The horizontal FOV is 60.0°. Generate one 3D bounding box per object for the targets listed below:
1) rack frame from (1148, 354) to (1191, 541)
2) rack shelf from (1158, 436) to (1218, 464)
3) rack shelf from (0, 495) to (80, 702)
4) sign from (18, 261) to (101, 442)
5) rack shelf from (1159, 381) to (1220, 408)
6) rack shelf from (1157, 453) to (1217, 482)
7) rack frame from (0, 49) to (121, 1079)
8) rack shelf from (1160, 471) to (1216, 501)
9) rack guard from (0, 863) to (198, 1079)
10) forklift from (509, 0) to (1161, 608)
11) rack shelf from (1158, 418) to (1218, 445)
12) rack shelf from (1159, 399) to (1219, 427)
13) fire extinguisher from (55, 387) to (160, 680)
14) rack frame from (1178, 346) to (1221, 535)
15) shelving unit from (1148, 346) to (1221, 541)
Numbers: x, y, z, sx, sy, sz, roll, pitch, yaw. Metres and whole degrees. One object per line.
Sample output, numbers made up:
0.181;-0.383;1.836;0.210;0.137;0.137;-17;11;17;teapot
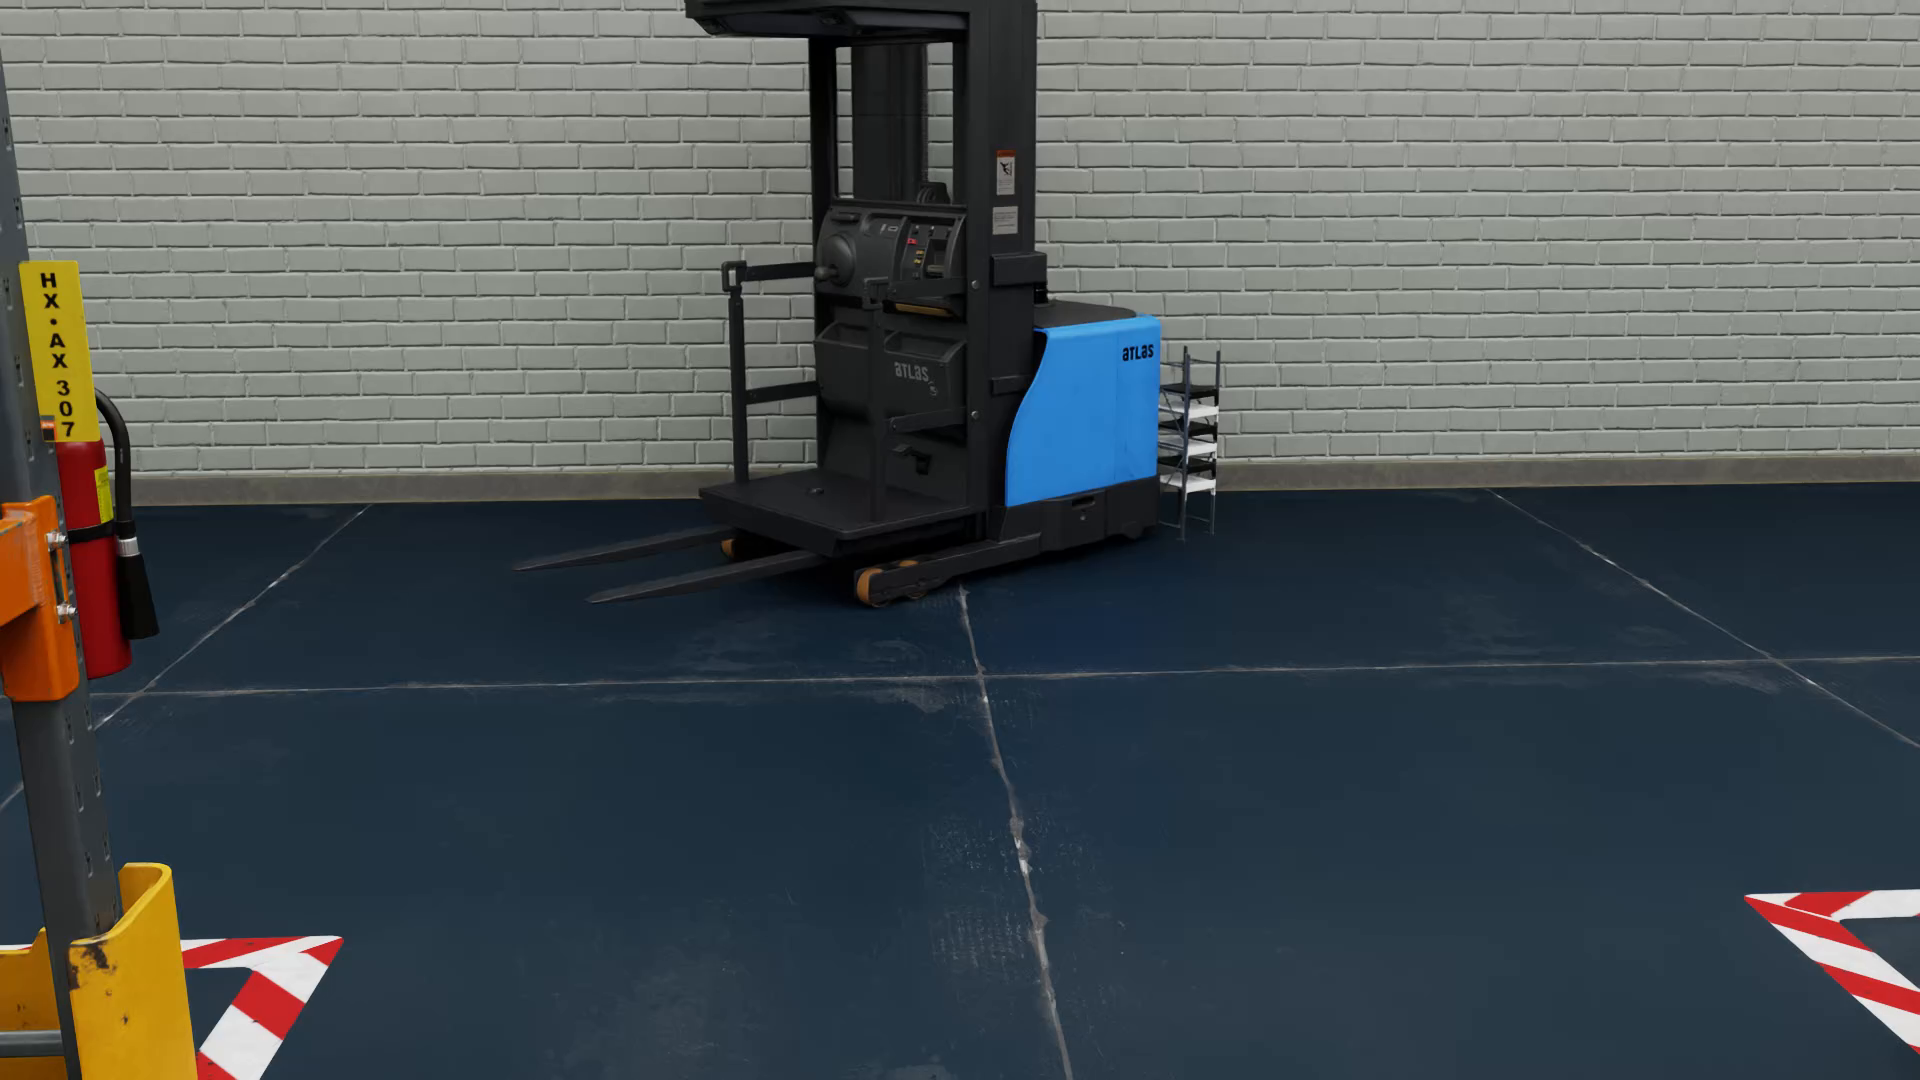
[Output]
1.004;-0.455;7.989;0.006;0.900;0.240;-11;18;-37;rack frame
1.084;-0.438;8.058;0.200;0.077;0.258;-11;18;-37;rack shelf
-2.042;0.600;1.118;1.077;0.370;4.000;-1;14;-3;rack shelf
-1.618;-0.337;2.990;0.100;0.325;0.005;-1;14;-3;sign
1.084;-0.700;7.991;0.200;0.077;0.258;-11;18;-37;rack shelf
1.084;-0.351;8.081;0.200;0.077;0.258;-11;18;-37;rack shelf
-2.163;-0.246;2.962;0.949;2.616;0.053;-1;14;-3;rack frame
1.084;-0.264;8.103;0.200;0.077;0.258;-11;18;-37;rack shelf
-2.181;0.959;3.296;1.175;0.500;0.348;-1;14;-3;rack guard
-0.470;-1.283;7.130;3.031;2.935;1.130;-13;19;-40;forklift
1.084;-0.526;8.036;0.200;0.077;0.258;-11;18;-37;rack shelf
1.084;-0.613;8.013;0.200;0.077;0.258;-11;18;-37;rack shelf
-1.722;-0.072;3.191;0.296;0.674;0.183;-1;14;-3;fire extinguisher
1.165;-0.486;8.111;0.006;0.900;0.240;-11;18;-37;rack frame
1.084;-0.471;8.050;0.210;0.900;0.258;-11;18;-37;shelving unit
